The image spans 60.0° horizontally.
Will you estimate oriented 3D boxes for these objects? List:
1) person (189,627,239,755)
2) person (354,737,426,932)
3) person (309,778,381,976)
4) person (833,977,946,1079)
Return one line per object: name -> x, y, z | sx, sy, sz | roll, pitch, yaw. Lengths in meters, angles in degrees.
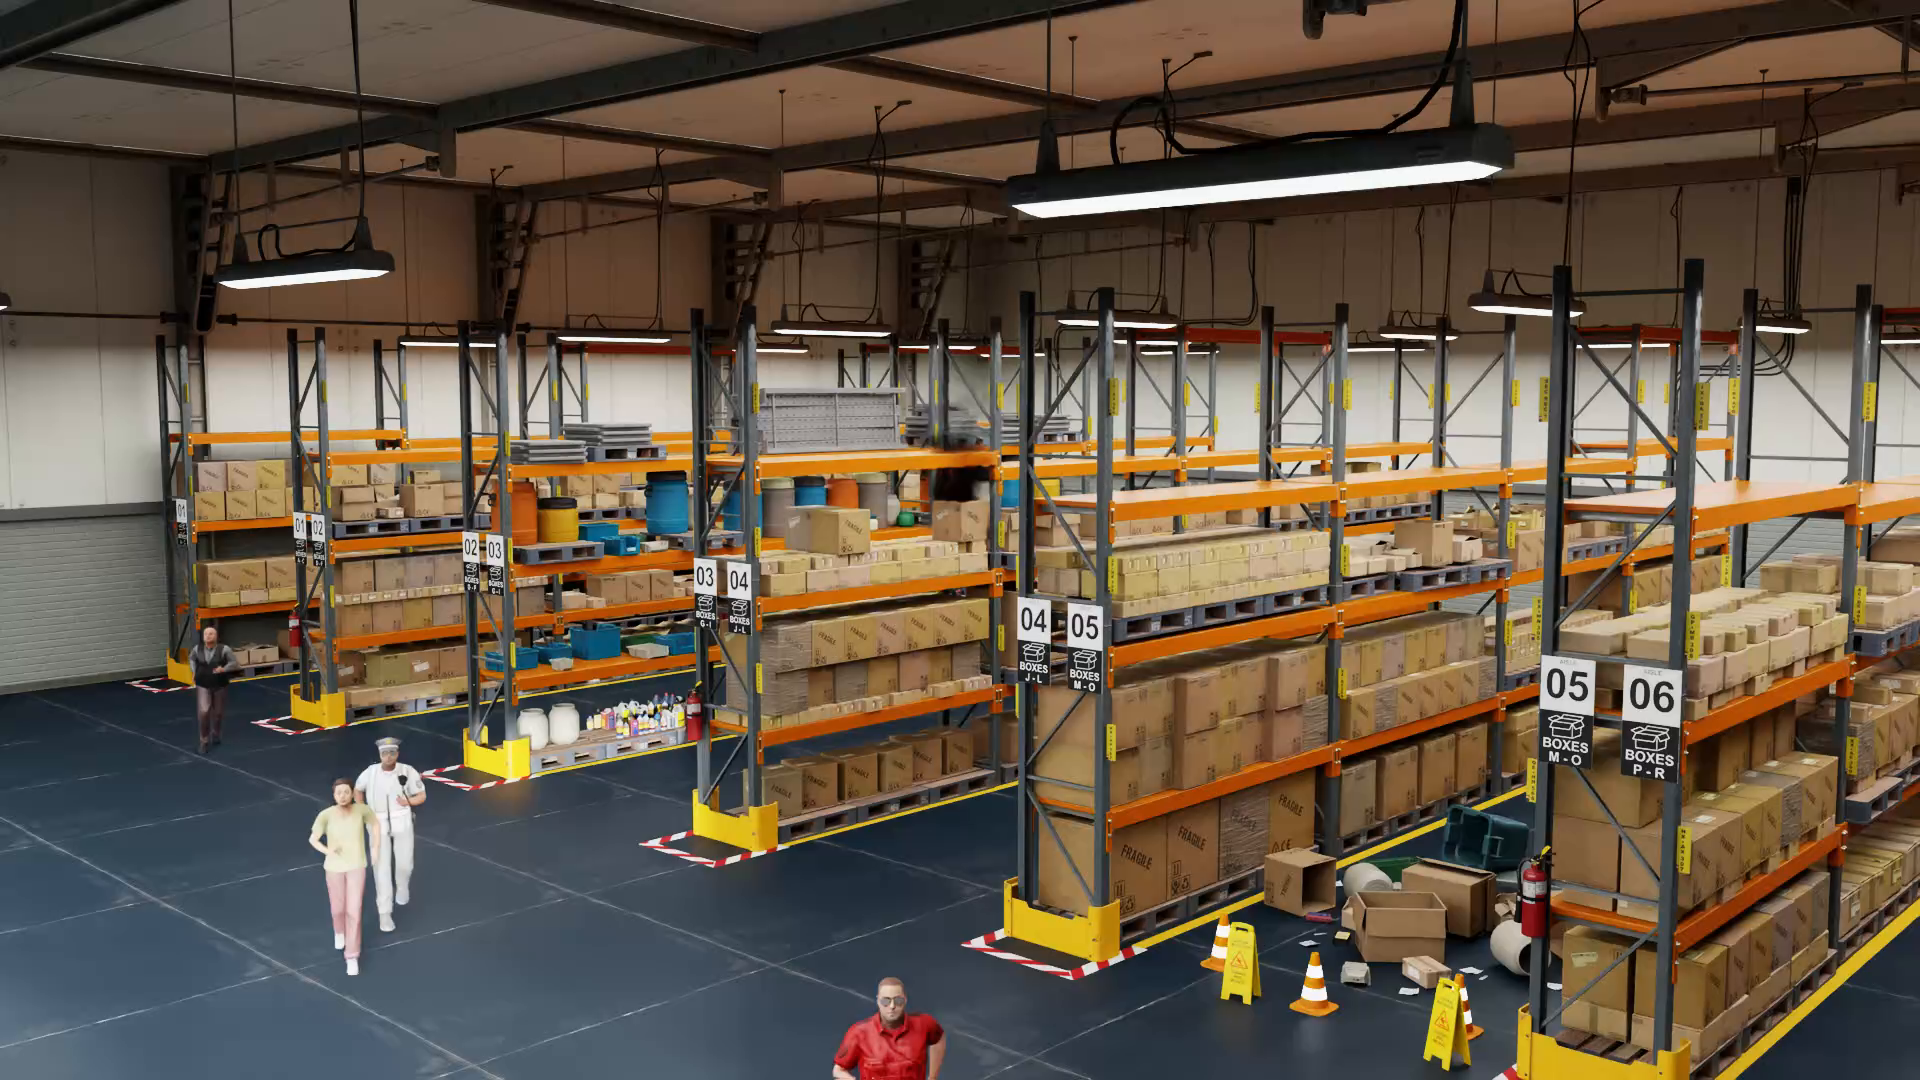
person -> -10.545, 2.111, 23.519 | 0.668, 1.790, 0.732 | -2, 6, -18
person -> -5.472, 2.762, 15.988 | 0.663, 1.761, 0.969 | -2, 6, -21
person -> -5.474, 2.941, 14.838 | 0.598, 1.688, 0.848 | -2, 6, -19
person -> -0.406, 3.395, 9.652 | 0.652, 1.774, 0.885 | 0, 5, 0
